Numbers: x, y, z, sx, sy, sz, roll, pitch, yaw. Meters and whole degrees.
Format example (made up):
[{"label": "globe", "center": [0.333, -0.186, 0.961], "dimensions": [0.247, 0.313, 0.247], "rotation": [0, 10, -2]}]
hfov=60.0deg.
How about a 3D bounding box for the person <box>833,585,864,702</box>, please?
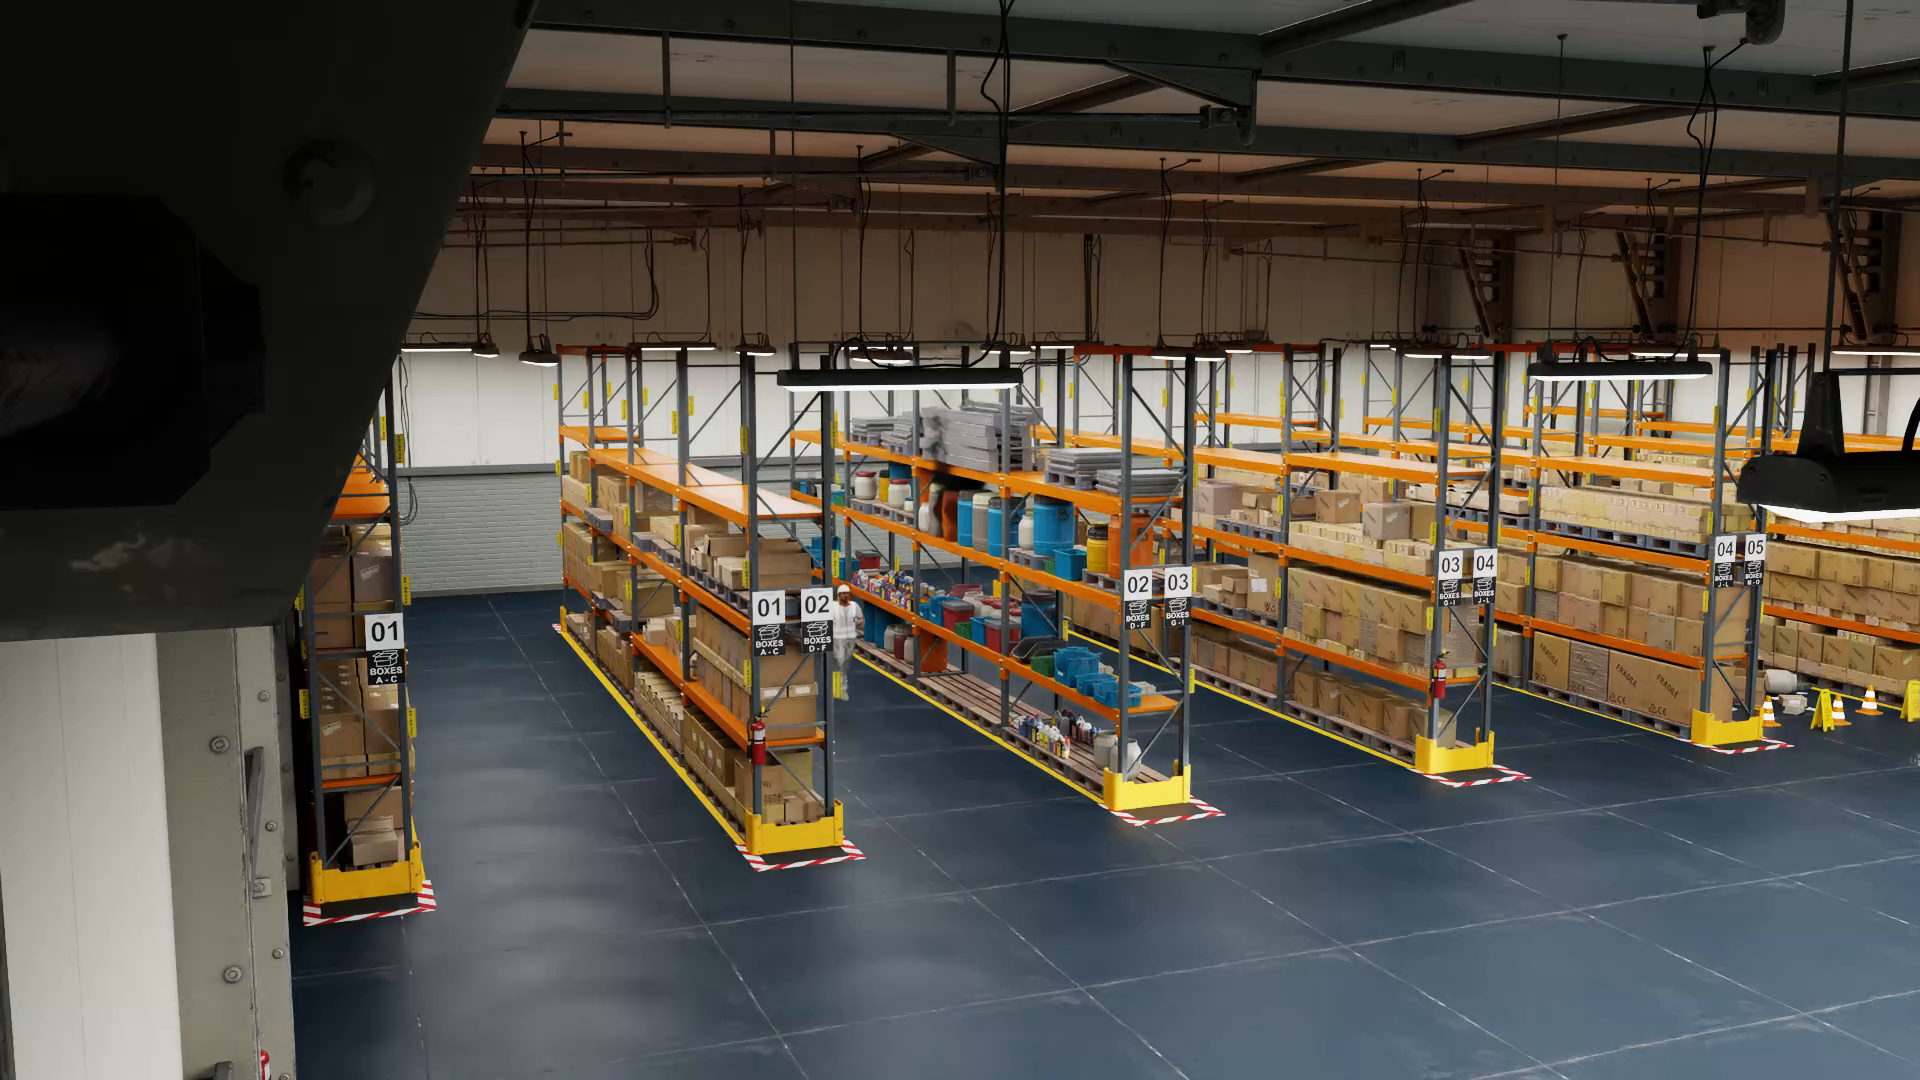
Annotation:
[{"label": "person", "center": [-1.917, 1.674, 27.477], "dimensions": [0.670, 1.882, 0.763], "rotation": [-4, 8, -27]}]
